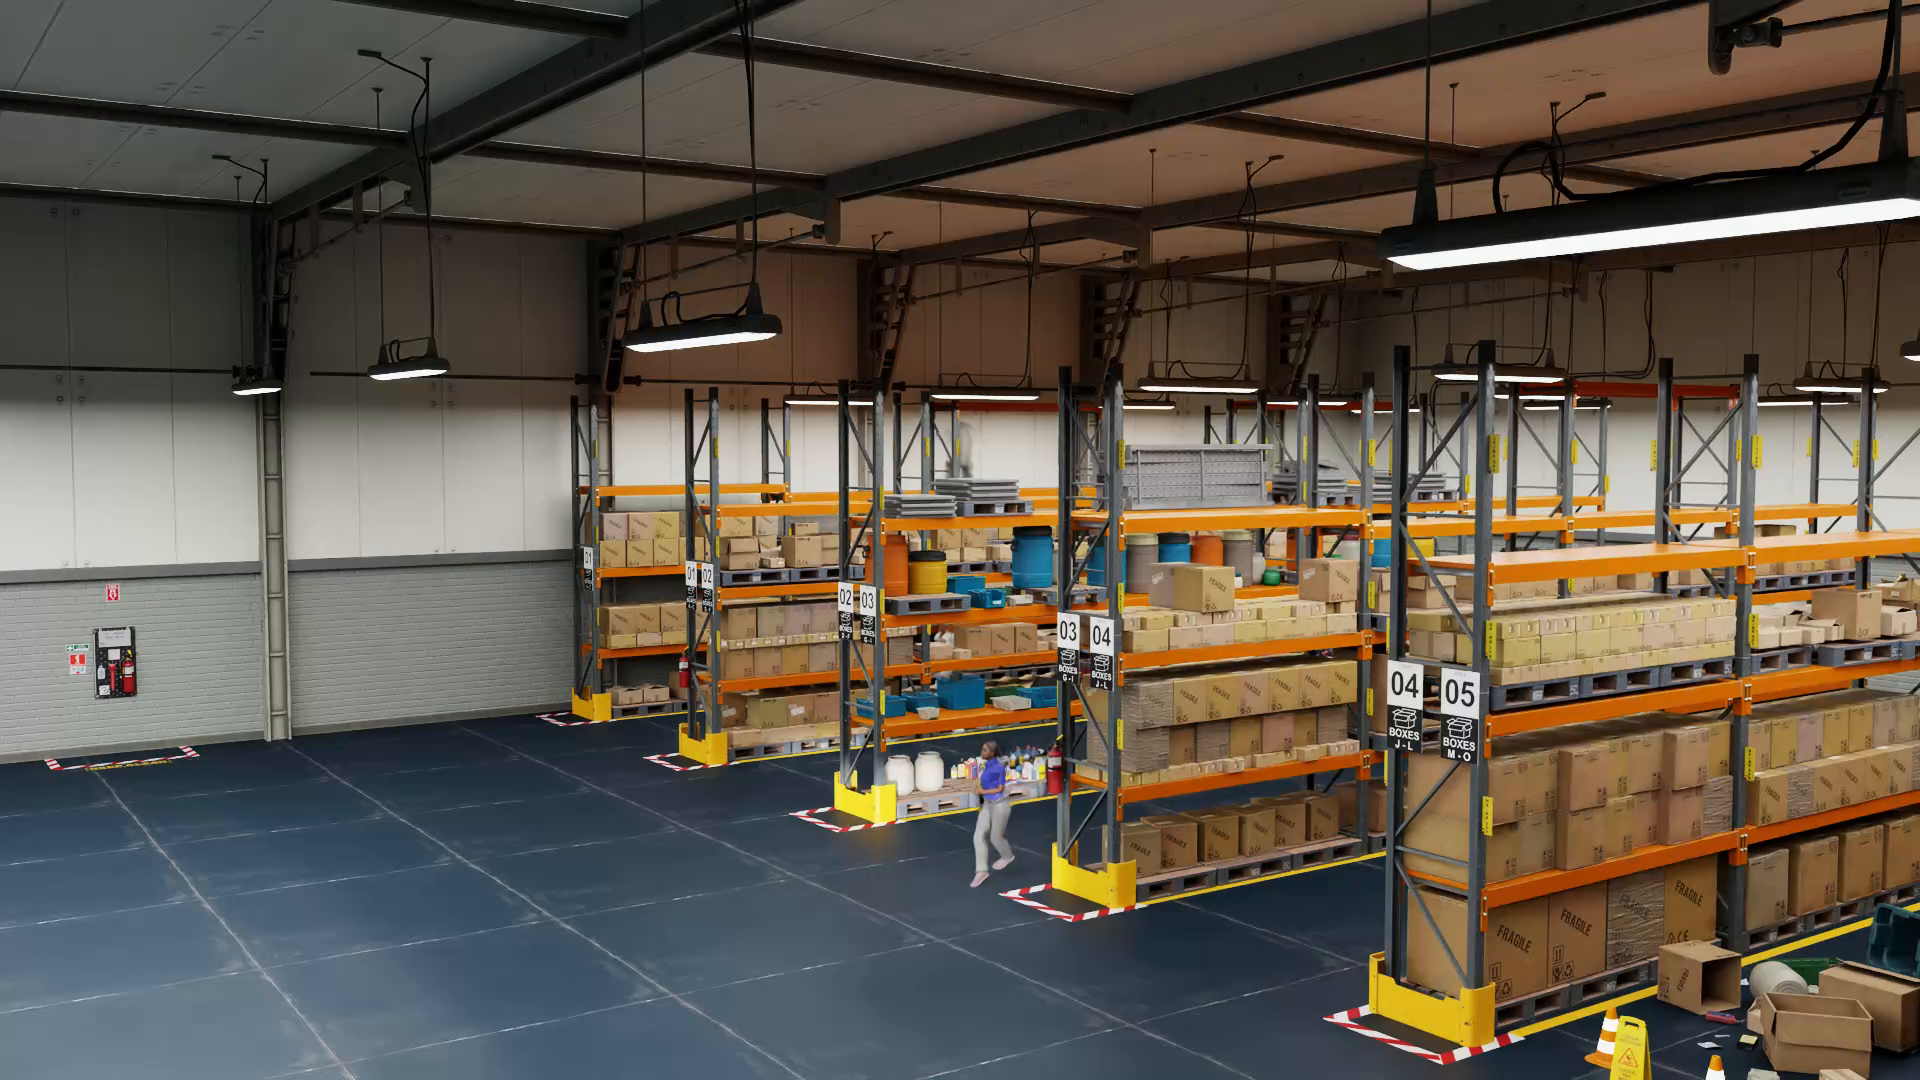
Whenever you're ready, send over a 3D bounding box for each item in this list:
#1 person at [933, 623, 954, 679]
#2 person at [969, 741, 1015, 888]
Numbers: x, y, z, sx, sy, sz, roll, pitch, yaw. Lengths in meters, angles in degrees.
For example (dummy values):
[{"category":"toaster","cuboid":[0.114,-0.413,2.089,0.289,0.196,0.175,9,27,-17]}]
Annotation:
[{"category":"person","cuboid":[-0.300,2.413,31.294,0.868,1.842,0.659,-2,4,-35]},{"category":"person","cuboid":[0.367,3.190,19.521,0.802,1.664,0.653,-2,4,-35]}]
